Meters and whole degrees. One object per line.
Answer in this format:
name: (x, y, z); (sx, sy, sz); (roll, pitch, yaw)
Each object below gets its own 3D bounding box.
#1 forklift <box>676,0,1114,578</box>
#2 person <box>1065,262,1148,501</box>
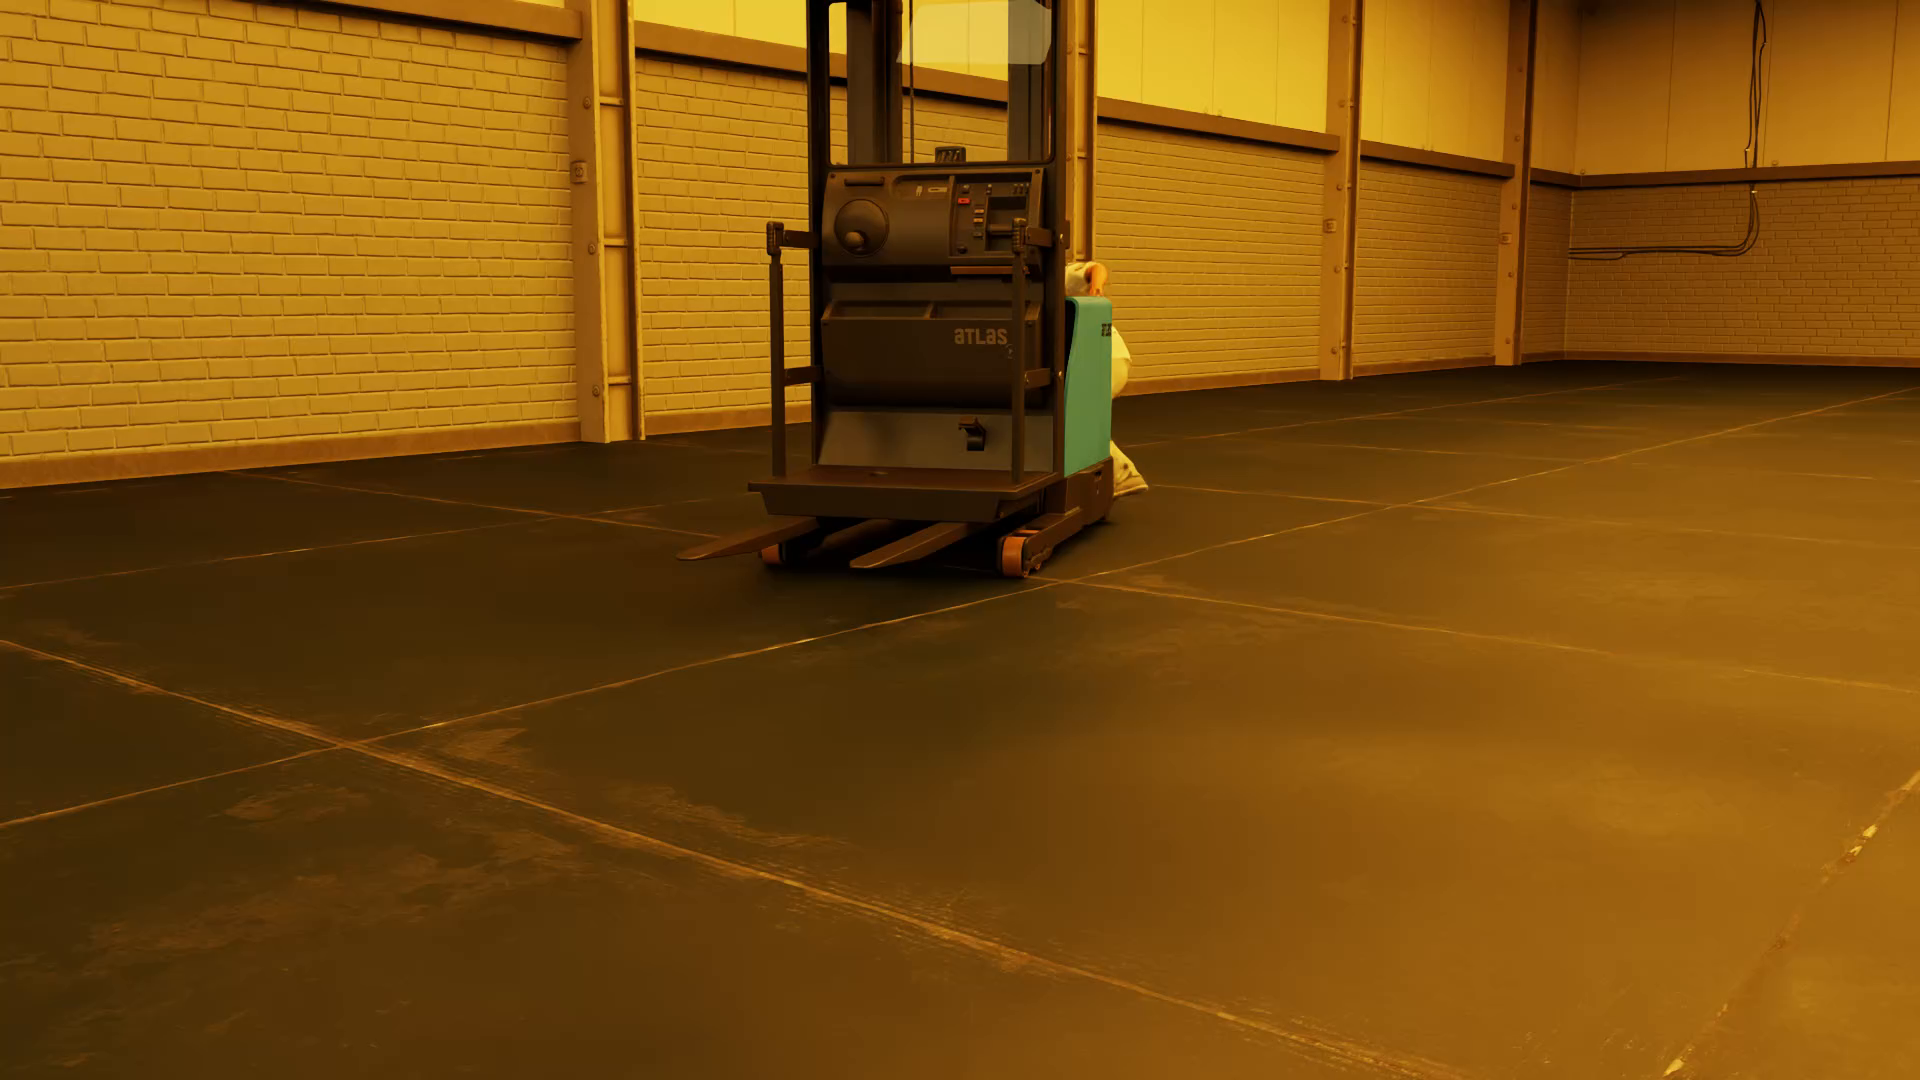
forklift: (-0.176, -1.366, 6.616); (1.130, 2.935, 3.031); (3, 9, 17)
person: (0.576, -0.867, 8.638); (0.687, 1.370, 1.169); (0, 8, -2)
